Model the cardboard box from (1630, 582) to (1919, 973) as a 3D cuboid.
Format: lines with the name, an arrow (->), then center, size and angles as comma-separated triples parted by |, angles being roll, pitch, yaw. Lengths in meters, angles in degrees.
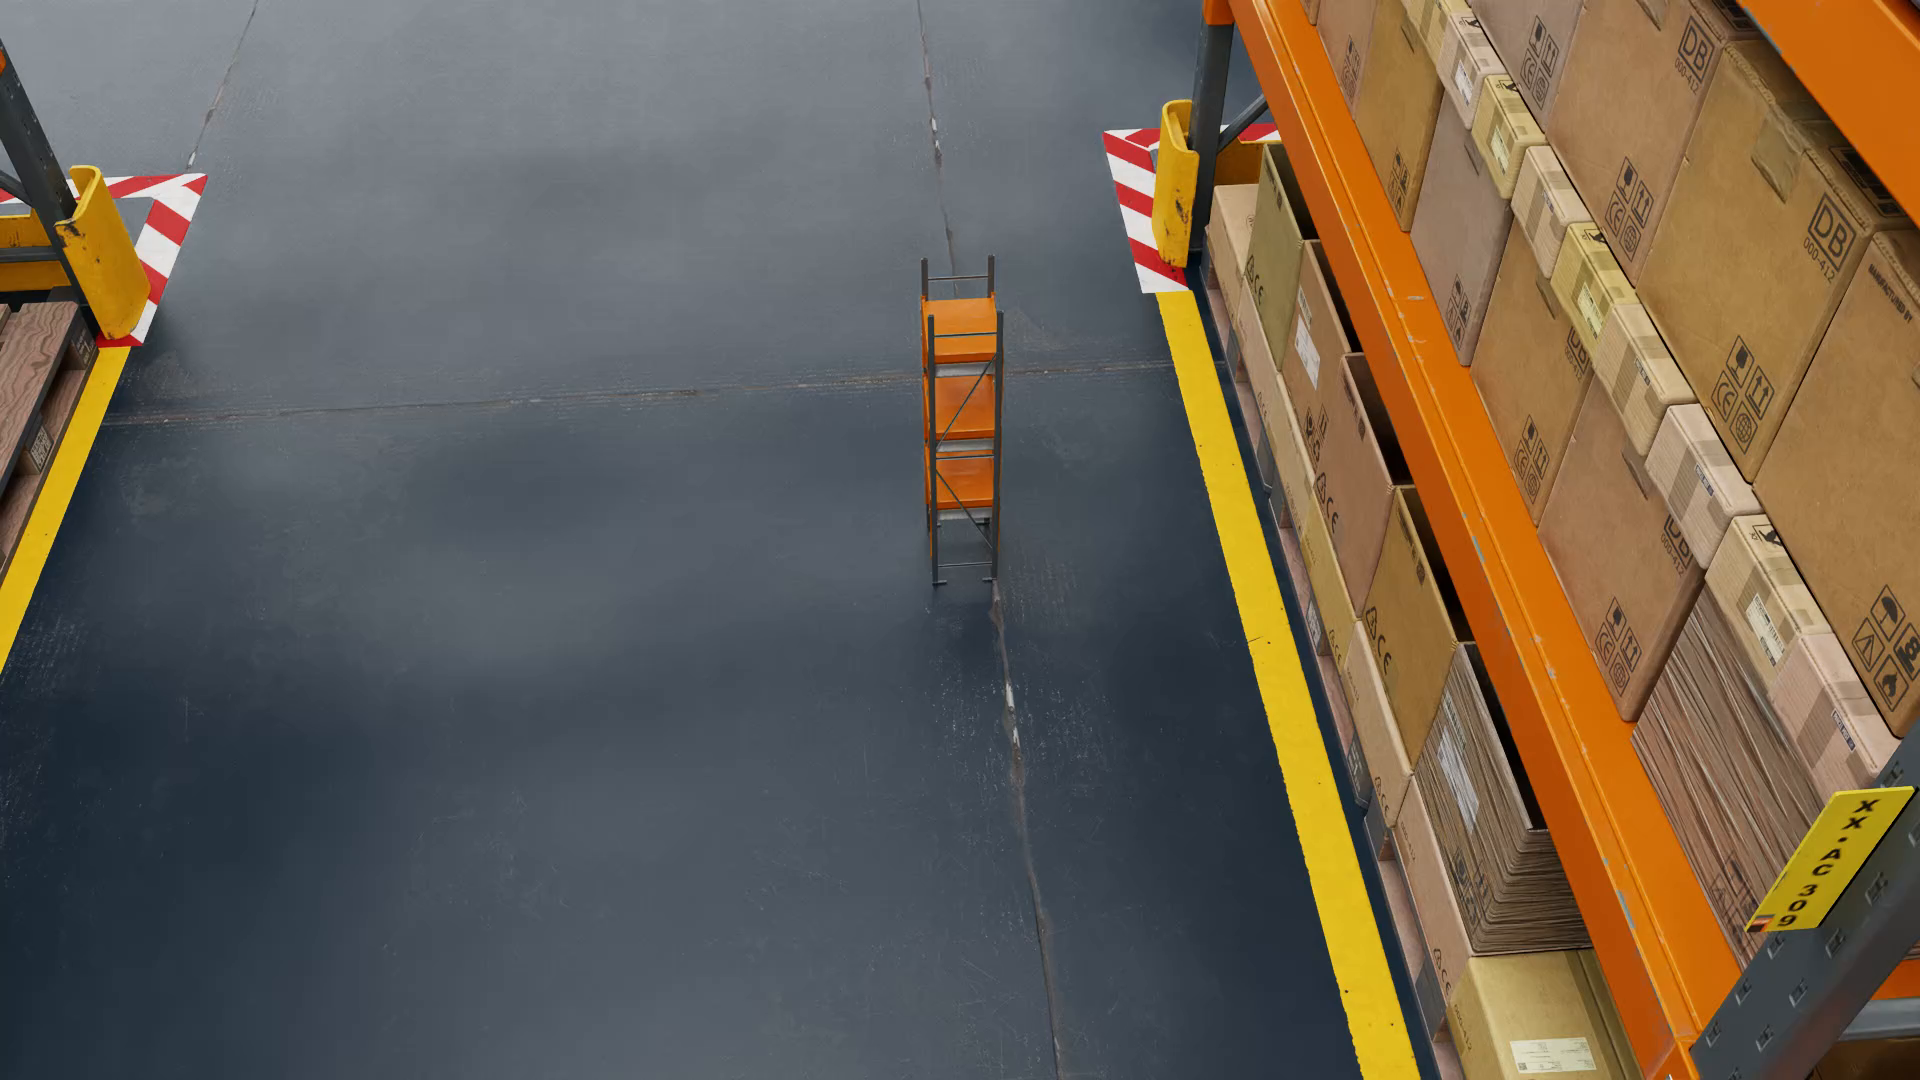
cardboard box -> 1.622, 0.351, 2.783 | 0.700, 0.500, 0.500 | -5, 47, -4

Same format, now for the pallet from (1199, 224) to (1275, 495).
pallet -> 1.437, -0.678, 5.747 | 1.003, 0.211, 1.213 | -3, 47, -3

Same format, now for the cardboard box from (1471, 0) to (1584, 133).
cardboard box -> 1.496, -1.184, 3.343 | 0.700, 0.500, 0.500 | -3, 47, -3

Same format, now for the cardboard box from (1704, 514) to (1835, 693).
cardboard box -> 1.411, 0.086, 2.587 | 0.380, 0.149, 0.250 | -4, 47, -4

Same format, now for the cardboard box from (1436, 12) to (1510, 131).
cardboard box -> 1.277, -1.036, 3.650 | 0.380, 0.149, 0.250 | -3, 47, -3

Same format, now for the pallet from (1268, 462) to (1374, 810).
pallet -> 1.536, 0.202, 4.913 | 1.003, 0.211, 1.213 | -3, 47, -3

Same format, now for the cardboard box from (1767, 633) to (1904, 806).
cardboard box -> 1.430, 0.265, 2.417 | 0.380, 0.149, 0.250 | -4, 47, -3

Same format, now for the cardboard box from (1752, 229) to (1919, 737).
cardboard box -> 1.622, -0.095, 2.312 | 0.700, 0.500, 0.500 | -3, 47, -3

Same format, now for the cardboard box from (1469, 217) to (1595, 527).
cardboard box -> 1.534, -0.393, 3.488 | 0.700, 0.500, 0.500 | -3, 47, -3

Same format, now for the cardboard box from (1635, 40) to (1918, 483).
cardboard box -> 1.579, -0.460, 2.658 | 0.700, 0.500, 0.500 | -4, 47, -3

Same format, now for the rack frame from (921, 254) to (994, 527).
rack frame -> -0.006, -0.411, 4.916 | 0.200, 1.050, 0.008 | -3, 47, -3

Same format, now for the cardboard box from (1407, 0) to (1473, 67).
cardboard box -> 1.259, -1.217, 3.821 | 0.380, 0.149, 0.250 | -4, 47, -4

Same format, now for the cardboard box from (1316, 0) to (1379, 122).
cardboard box -> 1.406, -1.504, 4.540 | 0.700, 0.500, 0.500 | -2, 47, -2

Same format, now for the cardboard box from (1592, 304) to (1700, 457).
cardboard box -> 1.363, -0.293, 2.946 | 0.380, 0.149, 0.250 | -4, 47, -3

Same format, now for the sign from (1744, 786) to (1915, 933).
sign -> 1.113, 0.416, 2.139 | 0.100, 0.325, 0.005 | -3, 47, -3

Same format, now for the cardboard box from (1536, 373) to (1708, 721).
cardboard box -> 1.572, -0.030, 3.144 | 0.700, 0.500, 0.500 | -4, 47, -4

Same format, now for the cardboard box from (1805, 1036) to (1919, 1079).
cardboard box -> 1.939, 0.895, 3.425 | 0.500, 0.500, 0.500 | -3, 47, -3

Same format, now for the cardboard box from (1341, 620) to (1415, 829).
cardboard box -> 1.321, 0.462, 4.351 | 0.500, 0.250, 0.500 | -3, 47, -3

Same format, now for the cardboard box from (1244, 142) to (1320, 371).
cardboard box -> 1.198, -0.881, 5.107 | 0.500, 0.500, 0.500 | -3, 47, -3

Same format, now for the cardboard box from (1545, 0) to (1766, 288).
cardboard box -> 1.538, -0.823, 3.001 | 0.700, 0.500, 0.500 | -4, 47, -3

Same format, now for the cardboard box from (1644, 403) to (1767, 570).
cardboard box -> 1.386, -0.103, 2.766 | 0.380, 0.149, 0.250 | -5, 47, -4

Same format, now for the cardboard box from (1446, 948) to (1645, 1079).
cardboard box -> 1.409, 1.185, 3.666 | 0.500, 0.250, 0.500 | -3, 47, -3

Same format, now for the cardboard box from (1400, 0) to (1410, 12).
cardboard box -> 1.237, -1.401, 3.996 | 0.380, 0.149, 0.250 | -5, 47, -5

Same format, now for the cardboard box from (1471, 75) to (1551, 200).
cardboard box -> 1.300, -0.846, 3.469 | 0.380, 0.149, 0.250 | -2, 47, -2

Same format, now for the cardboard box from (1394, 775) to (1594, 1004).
cardboard box -> 1.377, 0.823, 4.009 | 0.500, 0.250, 0.500 | -3, 47, -3

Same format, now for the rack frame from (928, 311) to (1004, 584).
rack frame -> 0.015, -0.234, 4.749 | 0.200, 1.050, 0.008 | -3, 47, -3

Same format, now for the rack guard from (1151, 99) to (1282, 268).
rack guard -> 1.329, -1.346, 6.180 | 1.175, 0.500, 0.348 | -3, 47, -3

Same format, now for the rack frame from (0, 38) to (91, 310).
rack frame -> -3.605, -1.889, 4.973 | 1.000, 3.000, 0.127 | -3, 47, -3

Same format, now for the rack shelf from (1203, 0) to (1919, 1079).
rack shelf -> 1.498, -0.493, 4.147 | 1.077, 0.370, 4.000 | -3, 47, -3

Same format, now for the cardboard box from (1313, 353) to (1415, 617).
cardboard box -> 1.277, -0.158, 4.421 | 0.500, 0.500, 0.500 | -3, 47, -3

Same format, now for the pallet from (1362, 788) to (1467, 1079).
pallet -> 1.641, 1.087, 4.075 | 1.003, 0.211, 1.213 | -3, 47, -3

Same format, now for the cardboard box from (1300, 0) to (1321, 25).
cardboard box -> 1.357, -1.884, 4.899 | 0.700, 0.500, 0.500 | -3, 47, -3

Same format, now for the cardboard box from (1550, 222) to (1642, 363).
cardboard box -> 1.346, -0.471, 3.115 | 0.380, 0.149, 0.250 | -4, 47, -3

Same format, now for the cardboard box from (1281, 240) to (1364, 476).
cardboard box -> 1.253, -0.520, 4.765 | 0.500, 0.500, 0.500 | -3, 47, -3

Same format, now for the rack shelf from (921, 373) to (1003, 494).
rack shelf -> 0.004, -0.315, 4.840 | 0.215, 0.259, 0.240 | -3, 47, -3

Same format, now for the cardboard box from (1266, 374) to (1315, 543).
cardboard box -> 1.241, -0.262, 5.037 | 0.500, 0.250, 0.500 | -3, 47, -3

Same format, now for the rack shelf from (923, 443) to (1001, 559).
rack shelf -> 0.004, -0.124, 5.042 | 0.215, 0.259, 0.240 | -3, 47, -3

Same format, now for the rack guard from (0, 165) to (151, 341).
rack guard -> -3.552, -0.978, 5.832 | 1.175, 0.500, 0.348 | -3, 47, -3

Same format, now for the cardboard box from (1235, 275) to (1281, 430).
cardboard box -> 1.200, -0.624, 5.379 | 0.500, 0.250, 0.500 | -3, 47, -3

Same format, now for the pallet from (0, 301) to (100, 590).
pallet -> -3.489, -0.290, 5.380 | 1.003, 0.211, 1.213 | -3, 47, -3

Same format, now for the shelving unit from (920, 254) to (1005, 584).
shelving unit -> 0.004, -0.322, 4.832 | 0.215, 1.050, 0.252 | -3, 47, -3

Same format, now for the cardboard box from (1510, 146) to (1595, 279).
cardboard box -> 1.325, -0.654, 3.287 | 0.380, 0.149, 0.250 | -2, 47, -2

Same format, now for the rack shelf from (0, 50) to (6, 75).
rack shelf -> -3.438, -0.195, 3.864 | 1.077, 0.370, 4.000 | -3, 47, -3

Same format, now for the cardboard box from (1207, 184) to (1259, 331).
cardboard box -> 1.154, -0.985, 5.722 | 0.500, 0.250, 0.500 | -3, 47, -3

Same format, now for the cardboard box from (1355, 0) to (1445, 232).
cardboard box -> 1.442, -1.144, 4.199 | 0.700, 0.500, 0.500 | -3, 47, -3

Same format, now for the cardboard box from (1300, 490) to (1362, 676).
cardboard box -> 1.278, 0.100, 4.694 | 0.500, 0.250, 0.500 | -3, 47, -3

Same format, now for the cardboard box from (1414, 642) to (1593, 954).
cardboard box -> 1.379, 0.565, 3.737 | 0.500, 0.500, 0.500 | -3, 47, -3

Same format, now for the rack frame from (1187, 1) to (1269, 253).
rack frame -> 1.331, -2.188, 5.256 | 1.000, 3.000, 0.127 | -3, 47, -3

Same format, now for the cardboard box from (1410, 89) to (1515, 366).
cardboard box -> 1.490, -0.764, 3.838 | 0.700, 0.500, 0.500 | -2, 47, -2

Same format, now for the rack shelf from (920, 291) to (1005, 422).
rack shelf -> 0.004, -0.510, 4.634 | 0.215, 0.259, 0.240 | -3, 47, -3

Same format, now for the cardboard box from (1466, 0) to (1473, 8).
cardboard box -> 1.454, -1.547, 3.686 | 0.700, 0.500, 0.500 | -3, 47, -3

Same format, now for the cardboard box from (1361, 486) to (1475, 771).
cardboard box -> 1.333, 0.203, 4.080 | 0.500, 0.500, 0.500 | -3, 47, -3
